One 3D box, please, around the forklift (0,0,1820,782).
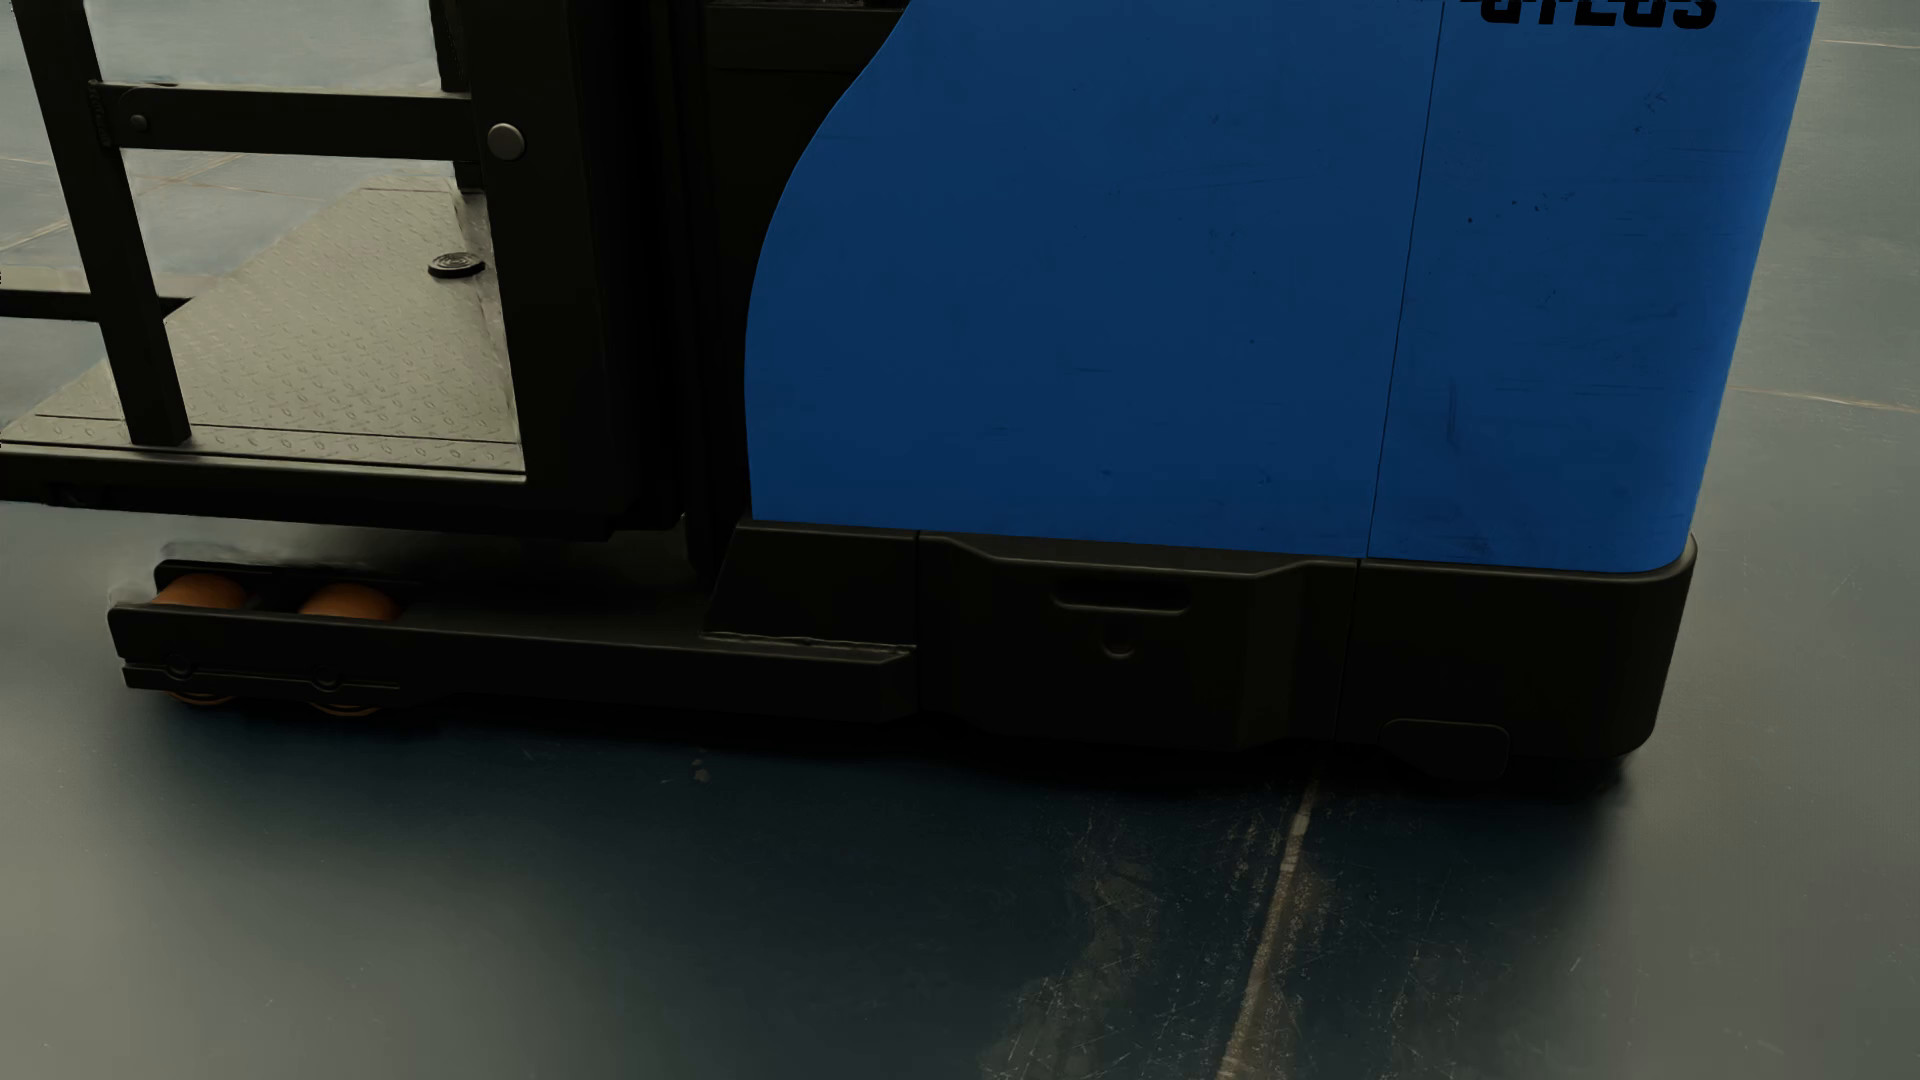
[{"bbox_3d":[-0.623,-1.305,1.831,3.031,2.935,1.130,4,30,6],"label":"forklift"}]
